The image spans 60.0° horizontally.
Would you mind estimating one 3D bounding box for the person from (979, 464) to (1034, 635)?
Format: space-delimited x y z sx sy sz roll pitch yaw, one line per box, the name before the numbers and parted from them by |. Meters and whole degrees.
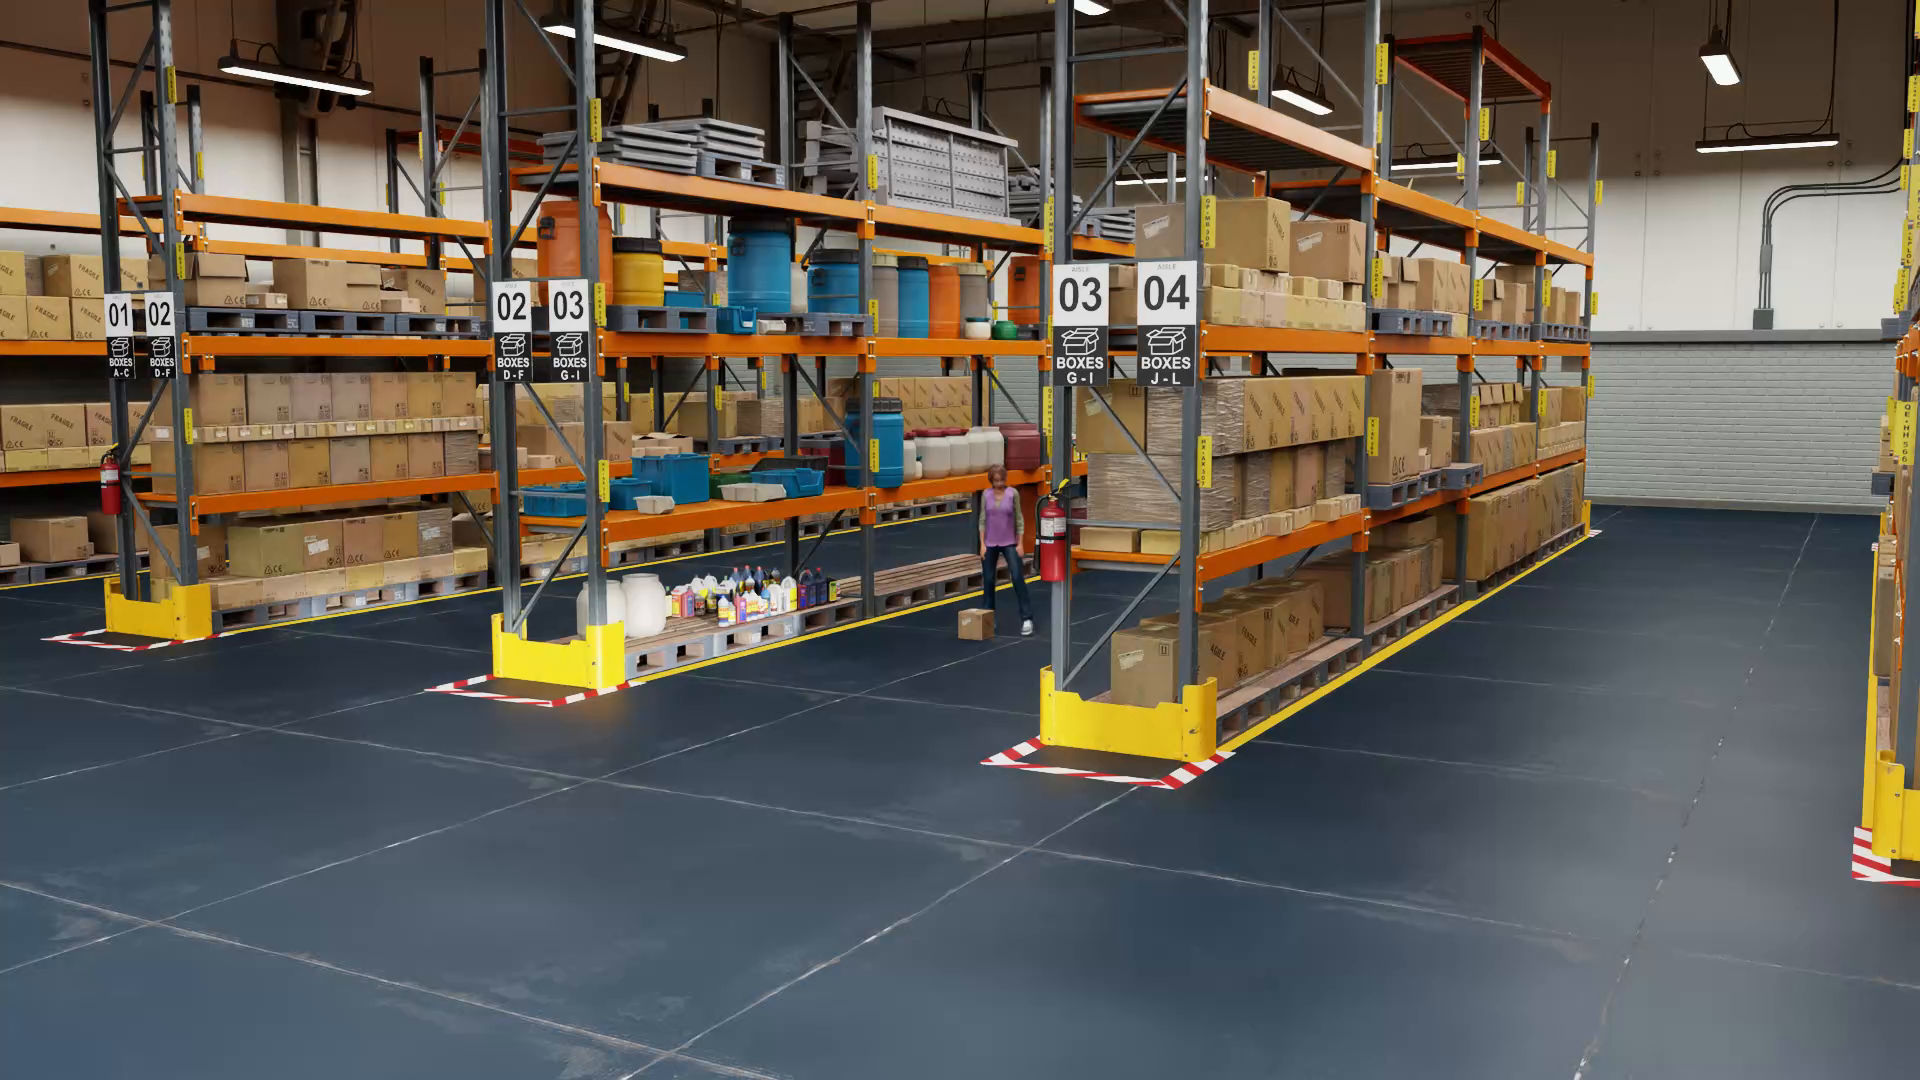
person | 0.448 0.083 15.768 0.565 1.575 0.502 1 6 13
